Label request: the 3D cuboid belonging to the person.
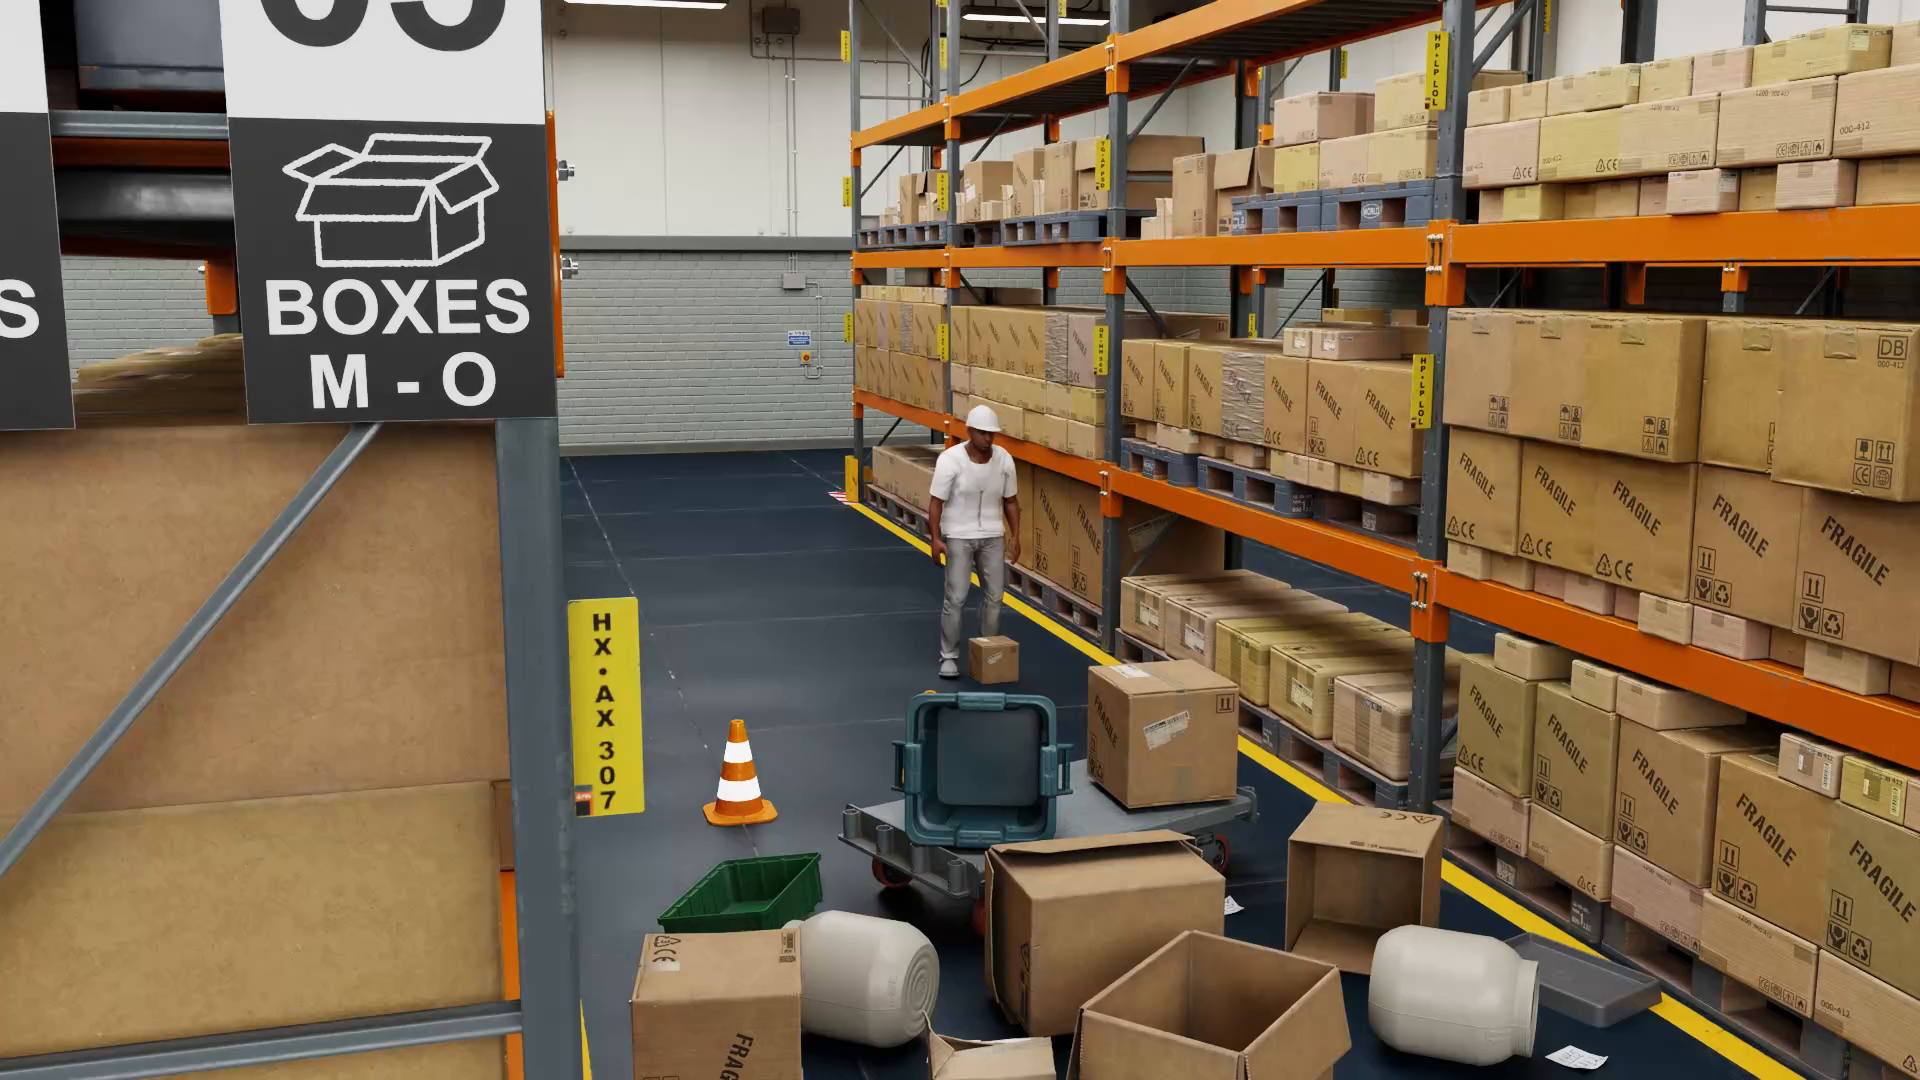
[{"bbox_3d":[0.104,0.000,10.824,0.627,1.757,0.461,-3,10,-19],"label":"person"}]
